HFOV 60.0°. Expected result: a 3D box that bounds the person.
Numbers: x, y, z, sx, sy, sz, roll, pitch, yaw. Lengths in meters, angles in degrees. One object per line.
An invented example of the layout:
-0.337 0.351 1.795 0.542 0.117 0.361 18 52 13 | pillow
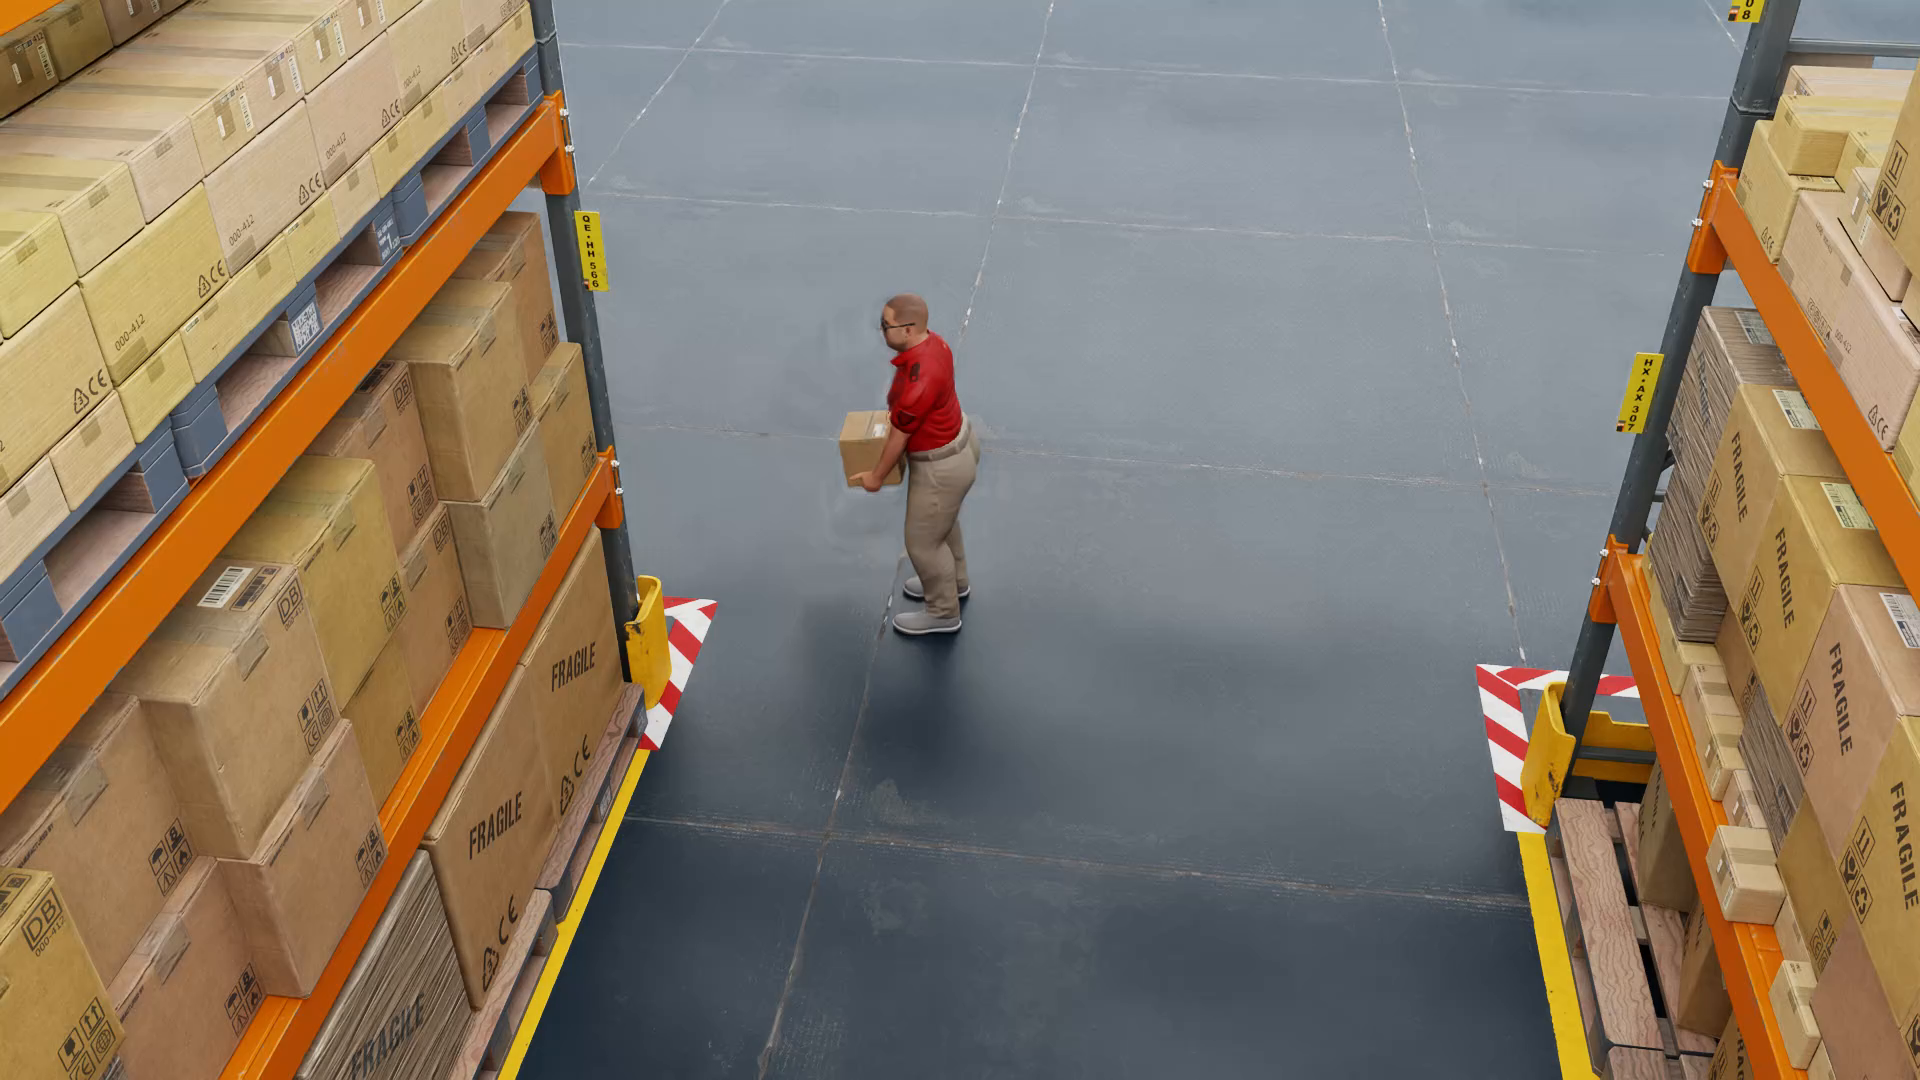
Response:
-0.118 -0.268 7.599 0.404 1.533 0.483 4 36 5 | person
